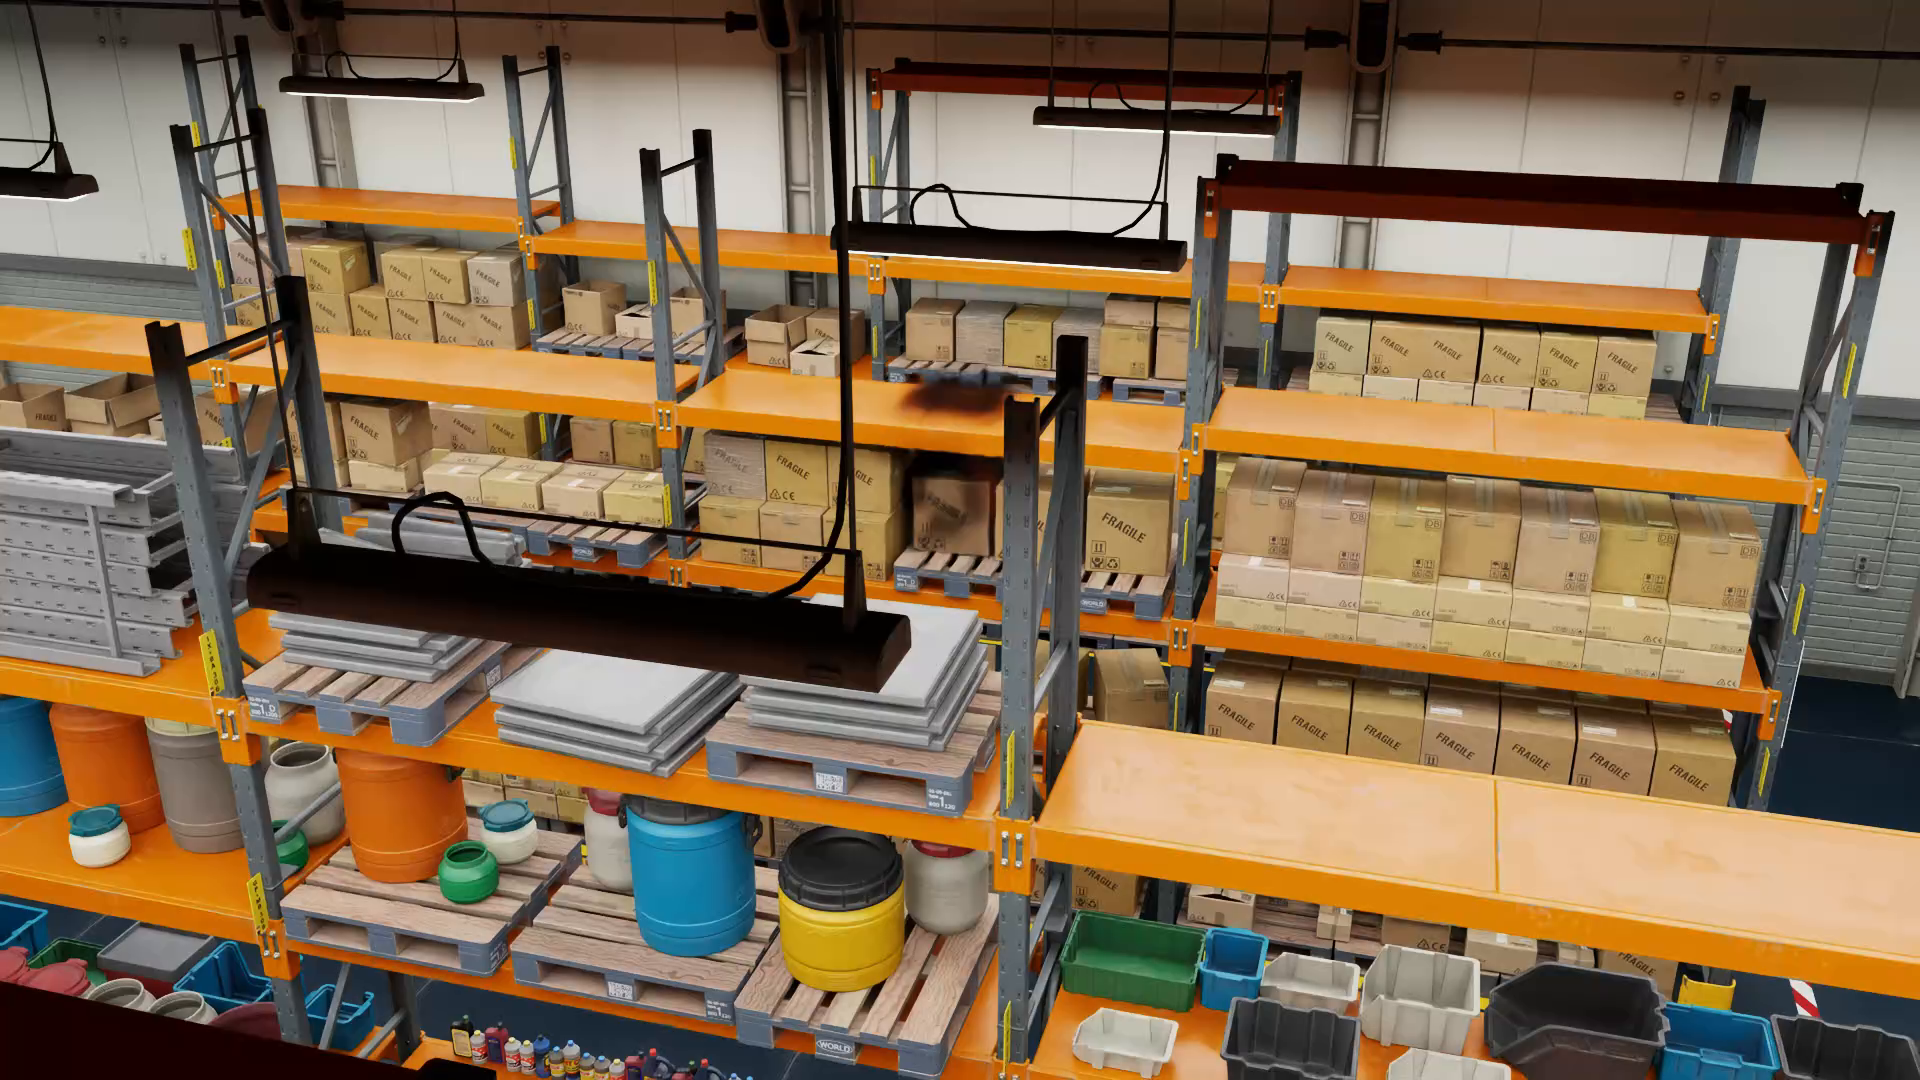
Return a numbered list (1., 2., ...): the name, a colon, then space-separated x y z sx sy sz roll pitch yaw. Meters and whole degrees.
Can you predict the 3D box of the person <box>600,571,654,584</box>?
1. person: -3.347 0.692 16.853 0.549 1.704 0.524 -17 28 -35
